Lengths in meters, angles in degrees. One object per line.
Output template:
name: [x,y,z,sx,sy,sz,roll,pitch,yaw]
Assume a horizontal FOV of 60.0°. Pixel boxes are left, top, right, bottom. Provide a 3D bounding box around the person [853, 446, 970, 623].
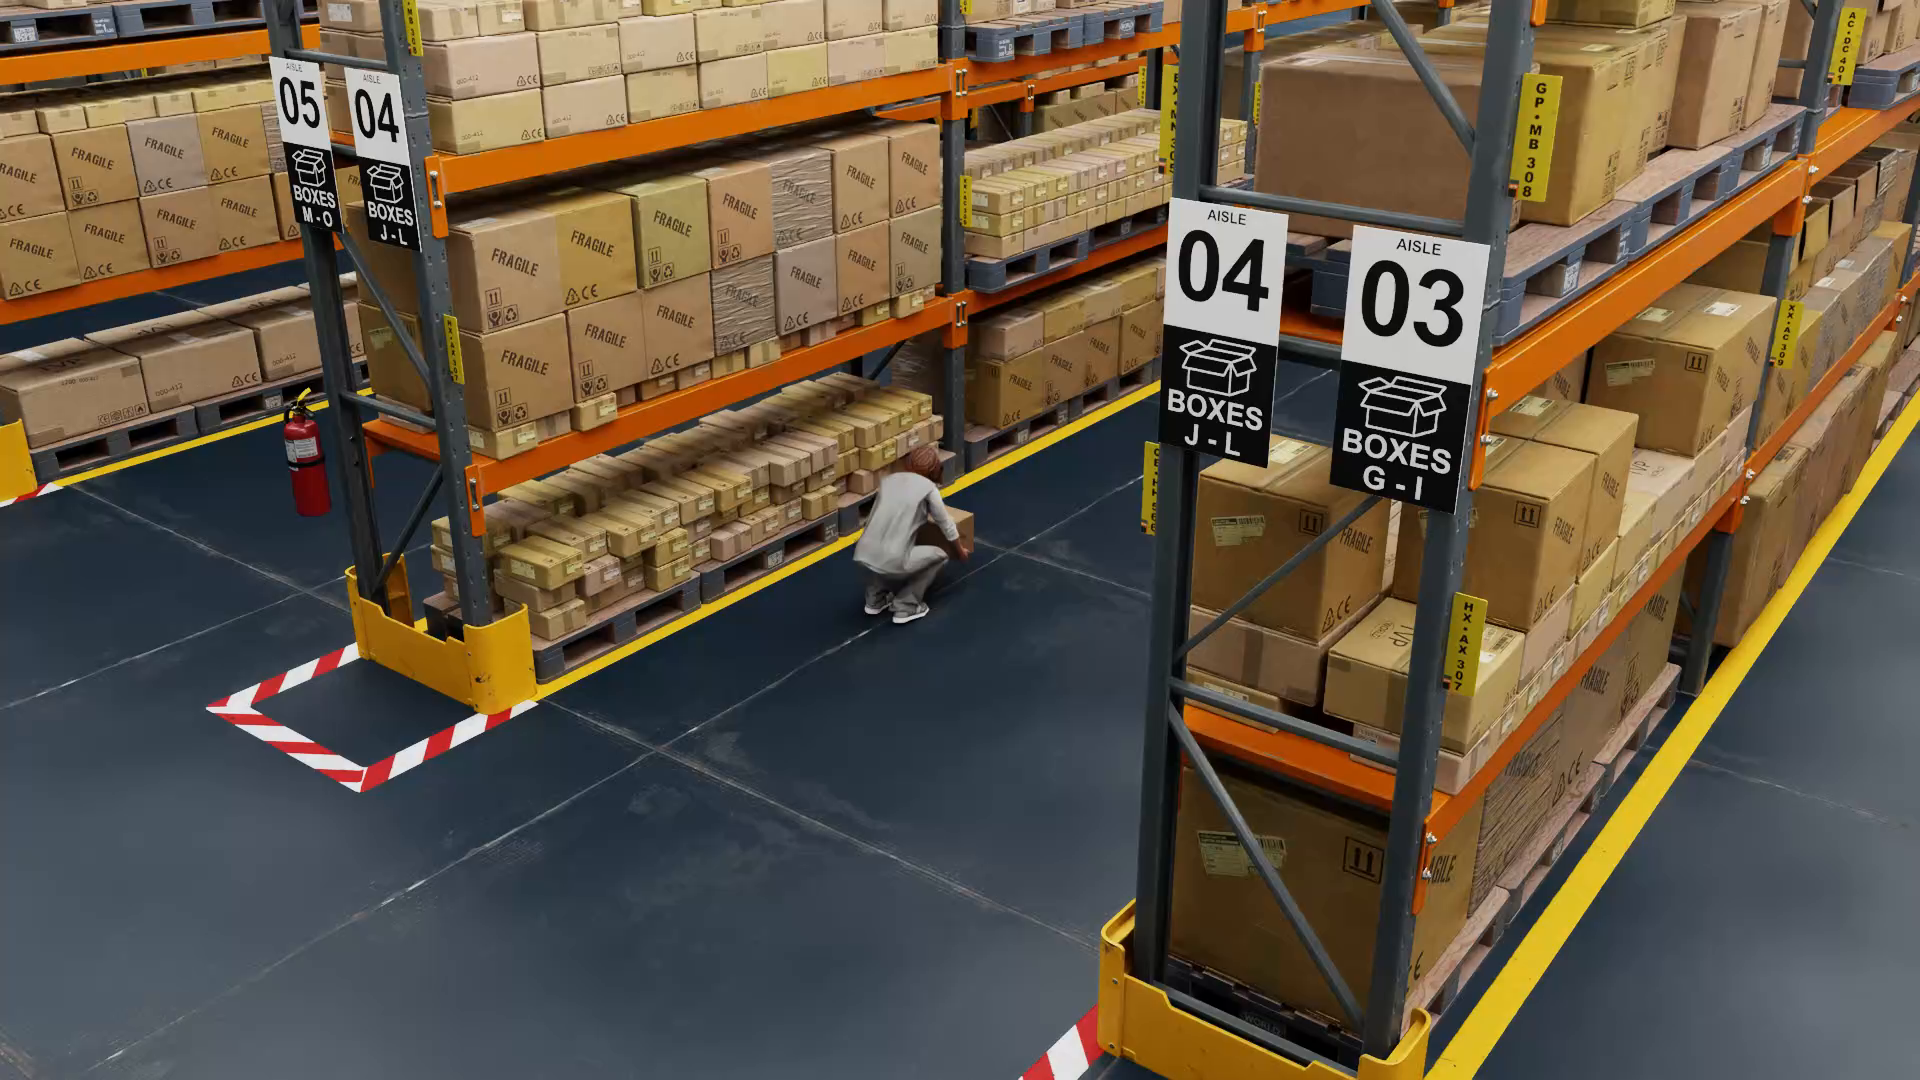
person: [-0.294,-0.036,9.559,0.427,0.908,0.828,16,29,32]
